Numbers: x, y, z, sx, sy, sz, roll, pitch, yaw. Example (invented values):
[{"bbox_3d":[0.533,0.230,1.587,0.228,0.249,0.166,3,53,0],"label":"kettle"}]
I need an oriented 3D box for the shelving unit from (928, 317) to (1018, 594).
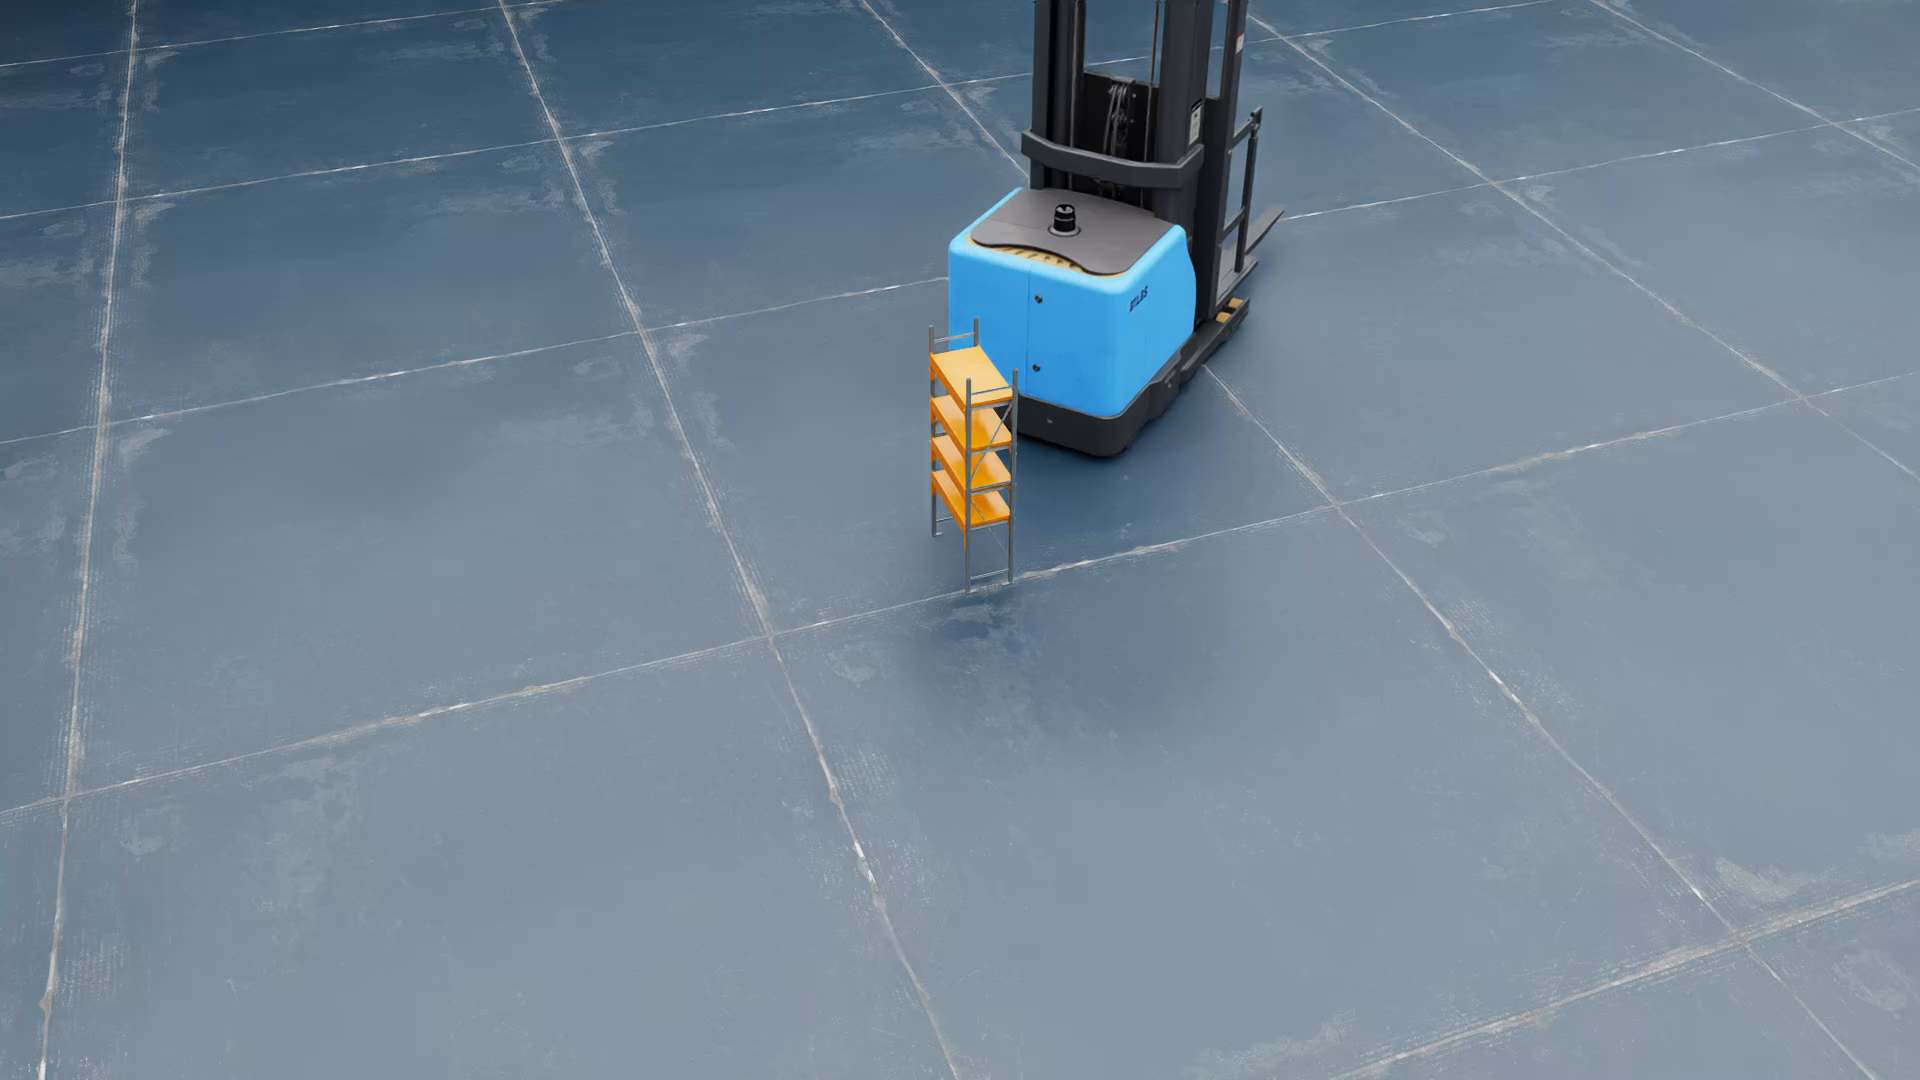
[{"bbox_3d":[0.057,-0.386,7.825,0.258,1.200,0.503,-12,39,-16],"label":"shelving unit"}]

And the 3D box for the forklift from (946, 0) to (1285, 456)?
[{"bbox_3d":[1.086,-2.479,9.166,1.130,2.935,3.031,19,41,23],"label":"forklift"}]

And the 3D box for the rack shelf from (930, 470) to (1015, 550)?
[{"bbox_3d":[0.057,-0.173,7.985,0.258,0.148,0.480,-12,39,-16],"label":"rack shelf"}]

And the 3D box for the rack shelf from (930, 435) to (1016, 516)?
[{"bbox_3d":[0.057,-0.332,7.866,0.258,0.148,0.480,-12,39,-16],"label":"rack shelf"}]

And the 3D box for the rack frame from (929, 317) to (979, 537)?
[{"bbox_3d":[-0.027,-0.524,8.008,0.240,1.200,0.015,-12,39,-16],"label":"rack frame"}]

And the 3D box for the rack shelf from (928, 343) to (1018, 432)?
[{"bbox_3d":[0.057,-0.700,7.589,0.258,0.148,0.480,-12,39,-16],"label":"rack shelf"}]

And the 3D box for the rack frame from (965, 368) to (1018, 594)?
[{"bbox_3d":[0.141,-0.248,7.642,0.240,1.200,0.015,-12,39,-16],"label":"rack frame"}]

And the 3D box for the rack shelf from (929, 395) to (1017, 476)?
[{"bbox_3d":[0.057,-0.511,7.731,0.258,0.148,0.480,-12,39,-16],"label":"rack shelf"}]
